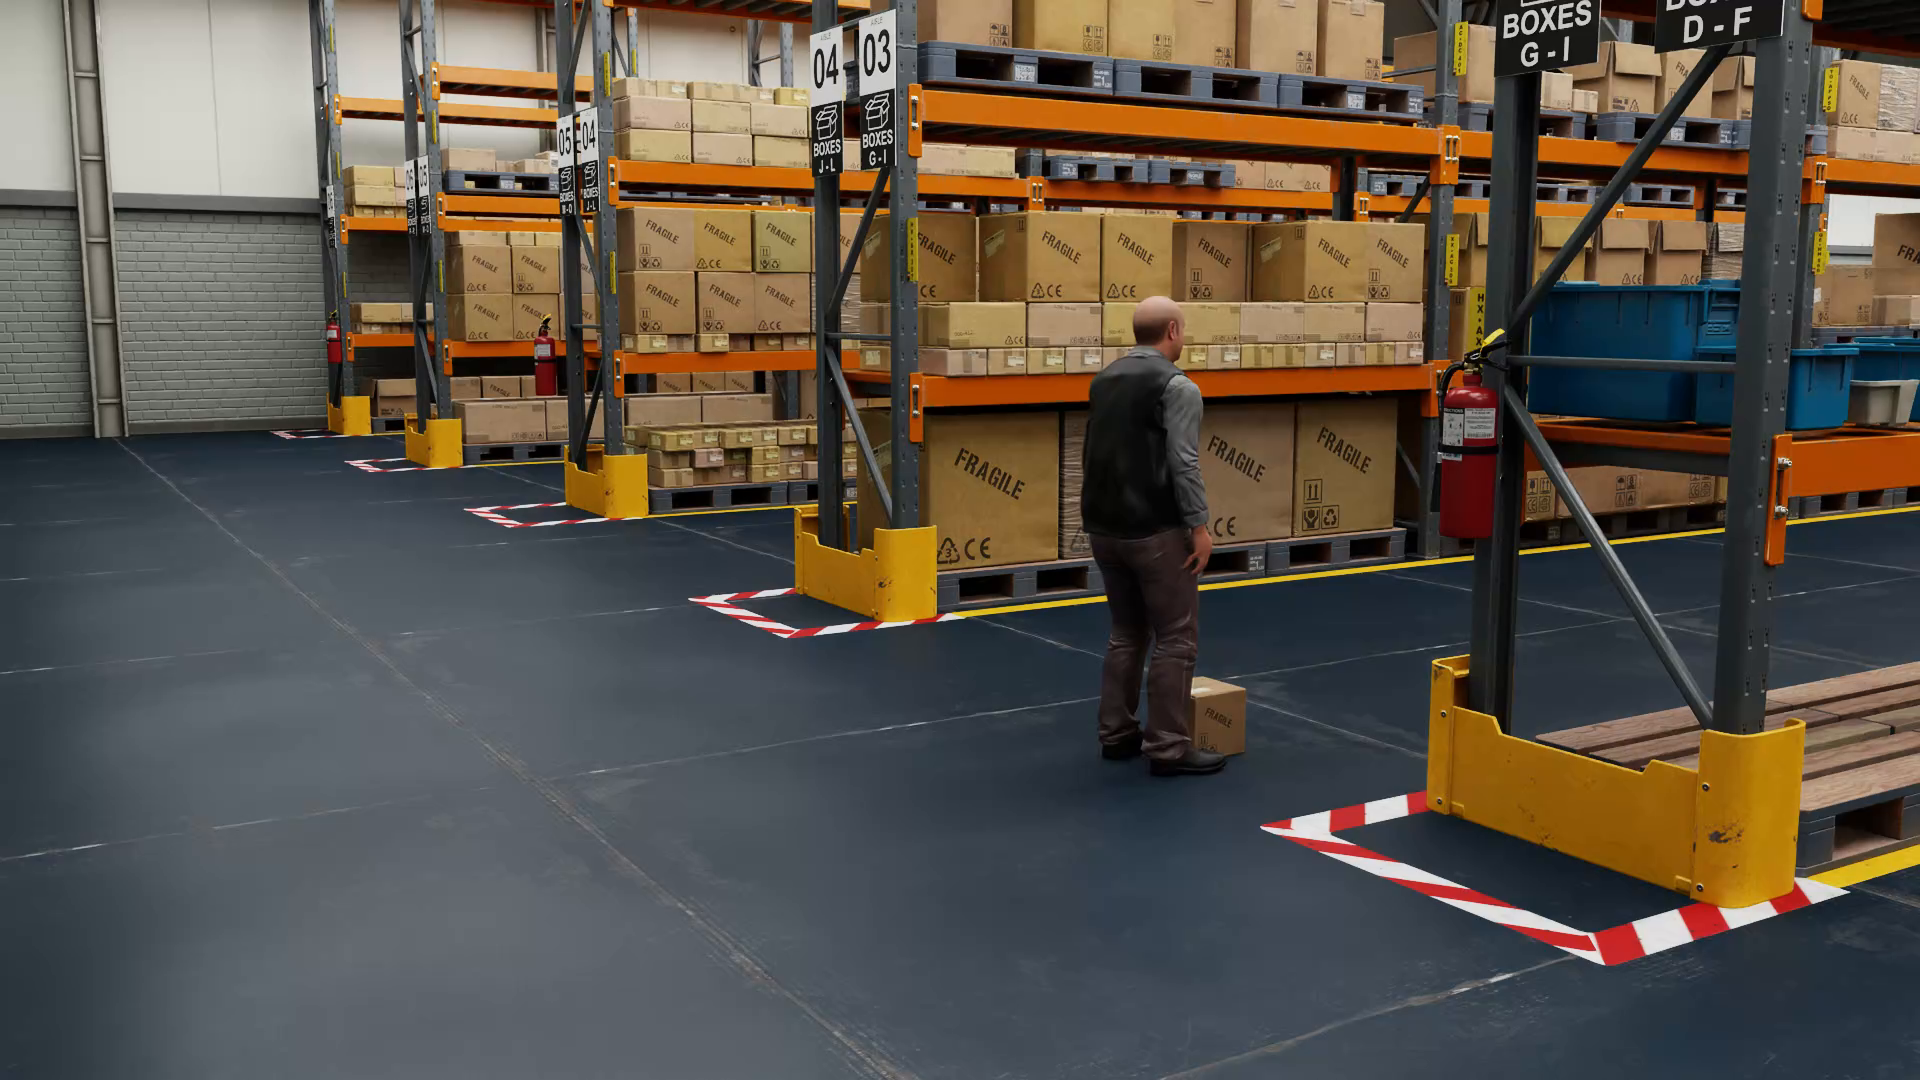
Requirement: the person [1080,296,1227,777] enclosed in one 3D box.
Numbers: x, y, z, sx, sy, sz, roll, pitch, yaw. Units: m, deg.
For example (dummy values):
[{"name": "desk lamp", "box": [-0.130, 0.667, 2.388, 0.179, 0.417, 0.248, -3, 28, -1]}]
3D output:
[{"name": "person", "box": [0.670, -0.026, 6.095, 0.421, 1.720, 0.589, -6, 10, -34]}]
